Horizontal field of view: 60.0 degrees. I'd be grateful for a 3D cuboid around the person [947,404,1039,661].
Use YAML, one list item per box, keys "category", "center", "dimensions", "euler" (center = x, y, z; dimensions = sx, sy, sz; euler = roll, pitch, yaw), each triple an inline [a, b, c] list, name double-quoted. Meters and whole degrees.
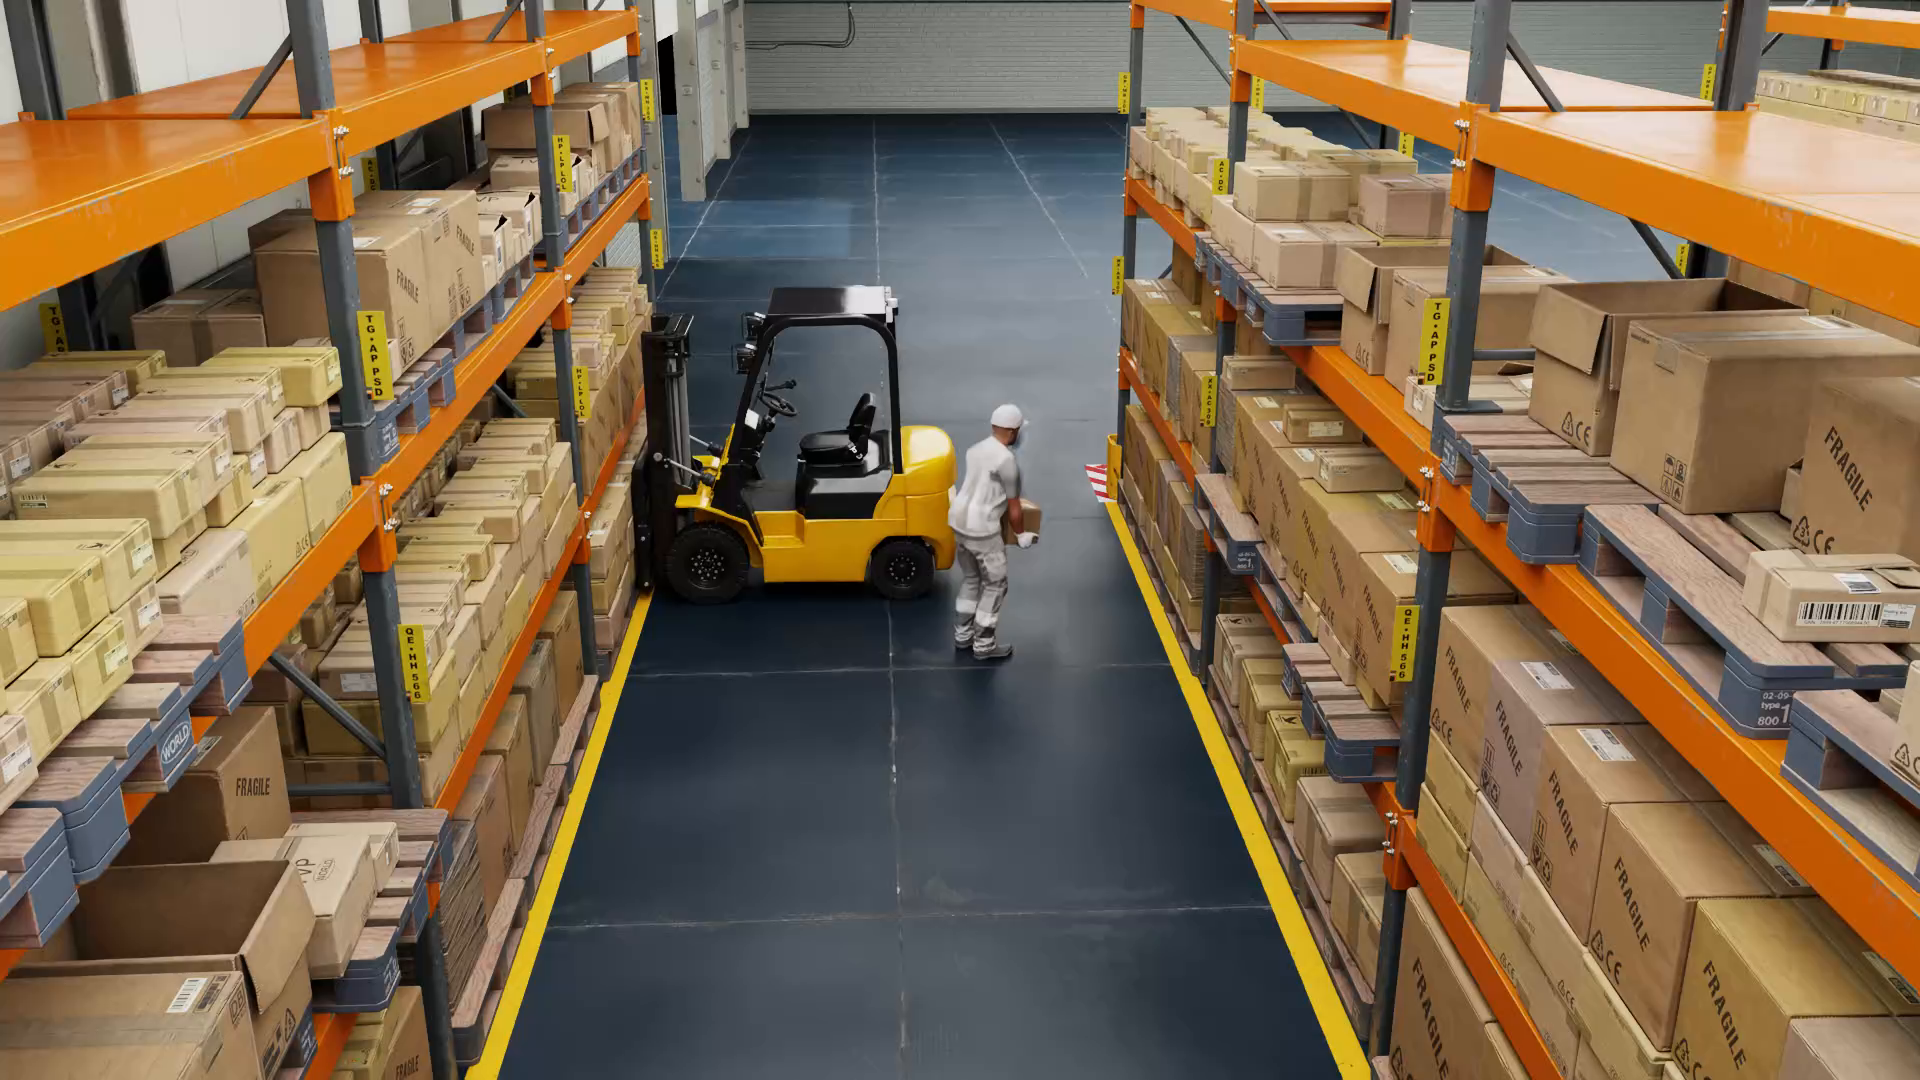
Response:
- category: "person"
  center: [0.218, -0.068, 11.313]
  dimensions: [0.609, 1.726, 0.490]
  euler: [-13, 24, -31]
